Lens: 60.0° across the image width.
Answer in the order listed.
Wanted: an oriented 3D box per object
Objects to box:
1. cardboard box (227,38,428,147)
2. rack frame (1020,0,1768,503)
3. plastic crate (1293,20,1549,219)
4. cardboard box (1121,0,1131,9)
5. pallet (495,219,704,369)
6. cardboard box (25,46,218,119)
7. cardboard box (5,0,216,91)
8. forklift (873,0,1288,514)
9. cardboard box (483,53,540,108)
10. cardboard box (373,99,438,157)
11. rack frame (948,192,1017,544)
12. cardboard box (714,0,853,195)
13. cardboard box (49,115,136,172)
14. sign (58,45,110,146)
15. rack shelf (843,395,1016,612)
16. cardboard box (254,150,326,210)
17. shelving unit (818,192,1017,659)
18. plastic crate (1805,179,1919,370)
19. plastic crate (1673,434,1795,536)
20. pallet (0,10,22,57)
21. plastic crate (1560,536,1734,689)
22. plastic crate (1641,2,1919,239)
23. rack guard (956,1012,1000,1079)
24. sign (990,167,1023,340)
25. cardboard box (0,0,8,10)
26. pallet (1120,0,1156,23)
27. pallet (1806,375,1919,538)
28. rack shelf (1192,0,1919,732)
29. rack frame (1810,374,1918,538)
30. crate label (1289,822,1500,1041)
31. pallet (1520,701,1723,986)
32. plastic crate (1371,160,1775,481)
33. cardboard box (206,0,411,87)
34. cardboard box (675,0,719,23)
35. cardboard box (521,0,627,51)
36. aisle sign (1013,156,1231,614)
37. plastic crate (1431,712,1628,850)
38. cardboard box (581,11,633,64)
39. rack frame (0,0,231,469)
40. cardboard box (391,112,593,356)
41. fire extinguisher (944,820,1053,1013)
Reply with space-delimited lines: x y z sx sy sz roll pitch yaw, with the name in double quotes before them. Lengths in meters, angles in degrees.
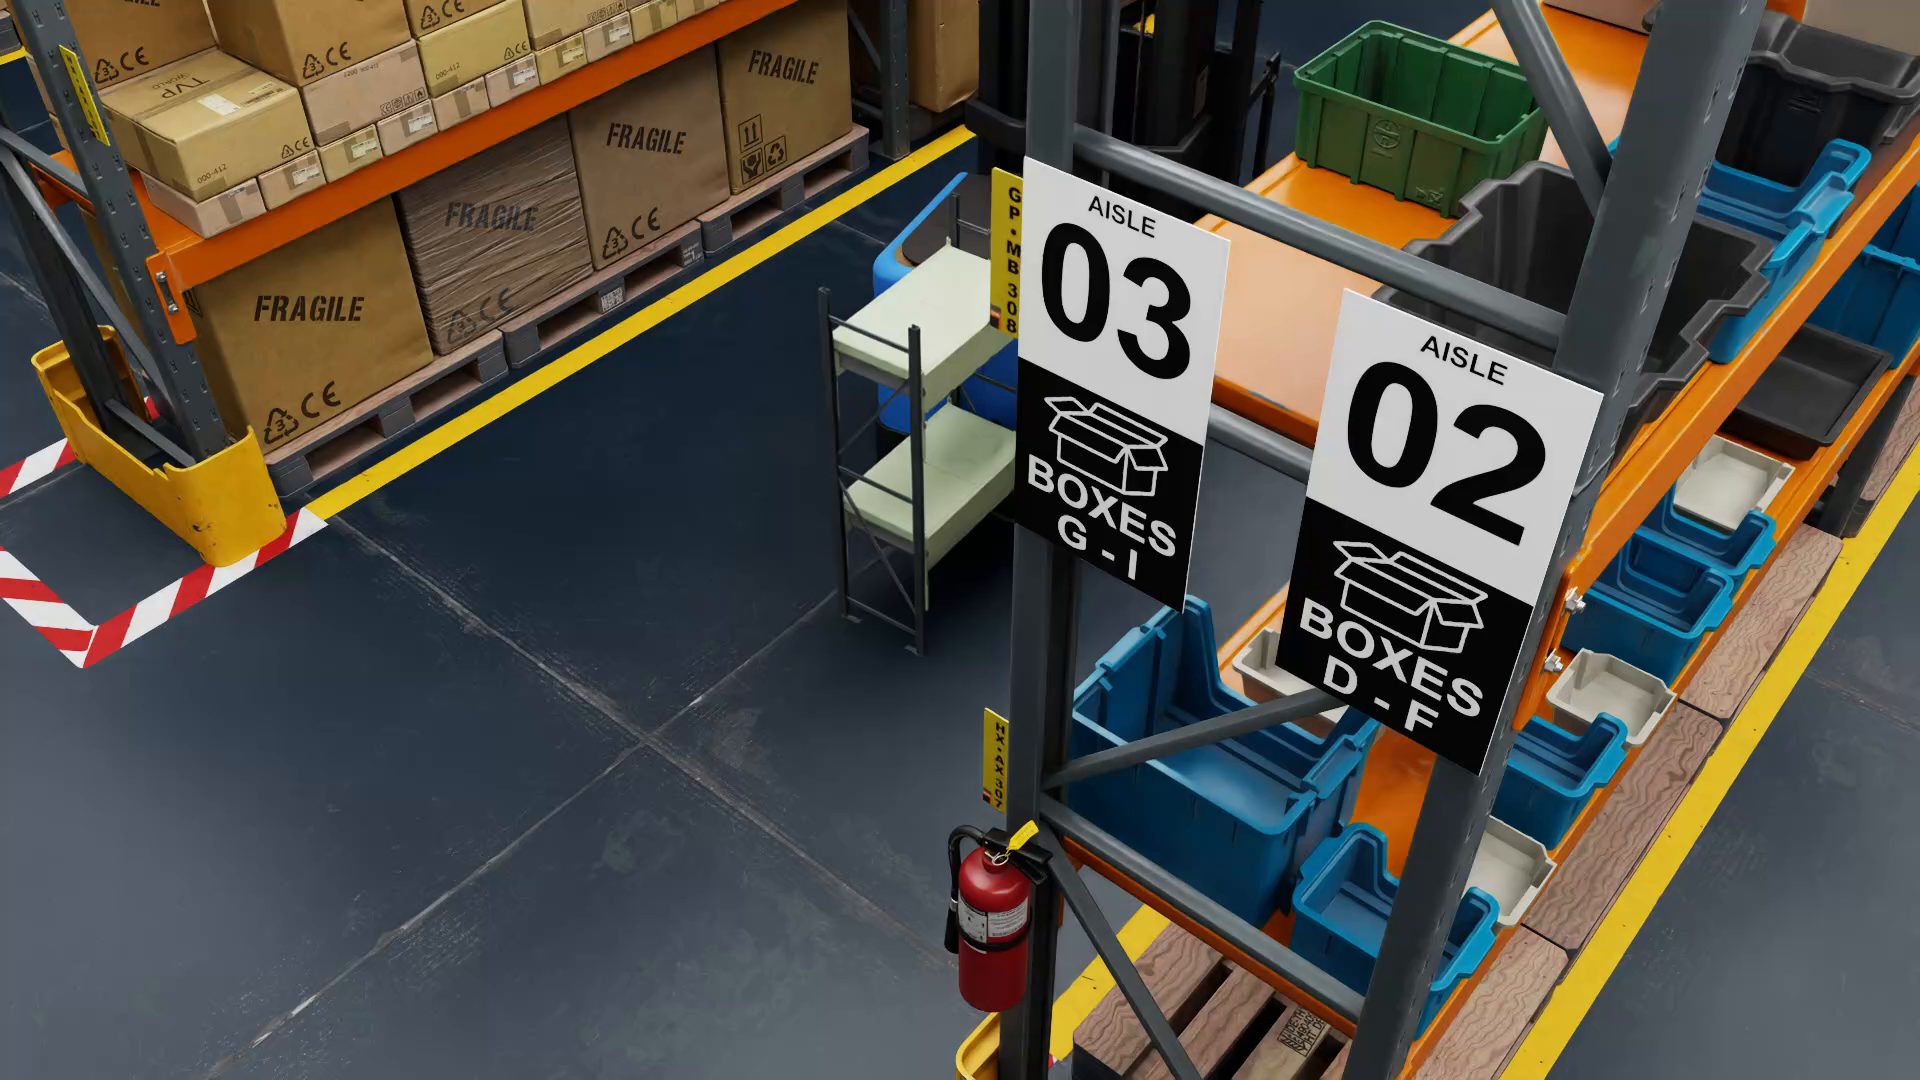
"cardboard box" -2.421 -1.791 6.380 0.500 0.250 0.500 29 50 28
"rack frame" 0.525 -1.411 1.612 1.000 3.000 0.127 29 50 28
"plastic crate" 0.942 -0.854 3.387 0.450 0.188 0.336 29 50 28
"cardboard box" 0.280 -3.563 9.706 1.225 0.875 0.875 28 49 27
"pallet" -2.025 -1.375 8.105 1.003 0.211 1.213 29 50 28
"cardboard box" -3.157 -1.754 6.340 0.500 0.250 0.500 29 50 28
"cardboard box" -3.153 -2.032 6.088 0.500 0.500 0.500 30 50 29
"forklift" 0.756 -2.092 6.872 1.130 2.935 3.031 18 45 19
"cardboard box" -1.959 -1.945 6.847 0.380 0.149 0.250 29 50 28
"cardboard box" -2.289 -1.682 6.557 0.380 0.149 0.250 29 50 28
"rack frame" 0.128 -0.592 6.286 0.400 1.500 0.023 25 48 25
"cardboard box" -1.177 -2.459 8.492 0.875 0.875 0.875 29 50 28
"cardboard box" -3.288 -1.568 6.432 0.380 0.149 0.250 30 50 29
"sign" -2.845 -1.442 5.403 0.100 0.325 0.005 29 50 28
"rack shelf" -0.083 -0.150 6.284 0.431 0.370 0.720 25 48 25
"cardboard box" -2.620 -1.415 6.263 0.380 0.149 0.250 29 50 28
"shelving unit" -0.083 -0.391 6.065 0.431 1.500 0.755 25 48 25
"plastic crate" 3.060 -0.879 5.454 0.392 0.384 0.575 29 50 28
"plastic crate" 2.209 -0.148 4.835 0.293 0.136 0.466 29 50 28
"pallet" -6.398 -2.945 9.832 1.003 0.211 1.213 29 50 28
"plastic crate" 1.784 0.186 4.395 0.416 0.233 0.300 29 50 28
"plastic crate" 1.719 -0.945 3.377 0.504 0.338 0.767 29 50 28
"rack guard" 0.520 1.752 4.452 1.175 0.500 0.348 29 50 28
"sign" 0.094 -0.492 2.909 0.100 0.325 0.005 29 50 28
"cardboard box" -5.815 -3.324 9.983 0.380 0.149 0.250 30 50 29
"pallet" 0.533 -3.424 10.359 1.003 0.211 1.213 29 50 28
"pallet" 3.628 -0.598 7.251 1.003 0.211 1.213 29 50 28
"rack shelf" 1.813 -1.064 3.996 1.077 0.370 4.000 29 50 28
"rack frame" 3.100 -1.251 5.896 1.000 3.000 0.127 29 50 28
"crate label" 0.936 0.864 3.650 0.416 0.233 0.303 29 50 28
"pallet" 1.871 0.808 5.705 1.003 0.211 1.213 29 50 28
"plastic crate" 0.987 -0.330 2.751 0.497 0.269 0.590 29 50 28
"cardboard box" -2.428 -2.055 6.113 0.500 0.500 0.500 28 49 28
"cardboard box" -1.299 -2.473 7.427 0.380 0.149 0.250 30 50 29
"cardboard box" -1.763 -2.319 6.961 0.500 0.250 0.500 29 49 28
"aisle sign" 0.255 -0.243 2.855 0.394 0.787 0.004 29 50 28
"plastic crate" 1.360 0.525 4.022 0.416 0.233 0.300 29 50 28
"cardboard box" -1.628 -2.211 7.138 0.380 0.149 0.250 30 50 29
"rack frame" -3.266 -1.335 5.989 1.000 3.000 0.127 29 50 28
"cardboard box" -2.329 -1.537 7.478 0.875 0.875 0.875 29 50 28
"fire extinguisher" 0.081 0.857 3.913 0.296 0.674 0.183 29 50 28
